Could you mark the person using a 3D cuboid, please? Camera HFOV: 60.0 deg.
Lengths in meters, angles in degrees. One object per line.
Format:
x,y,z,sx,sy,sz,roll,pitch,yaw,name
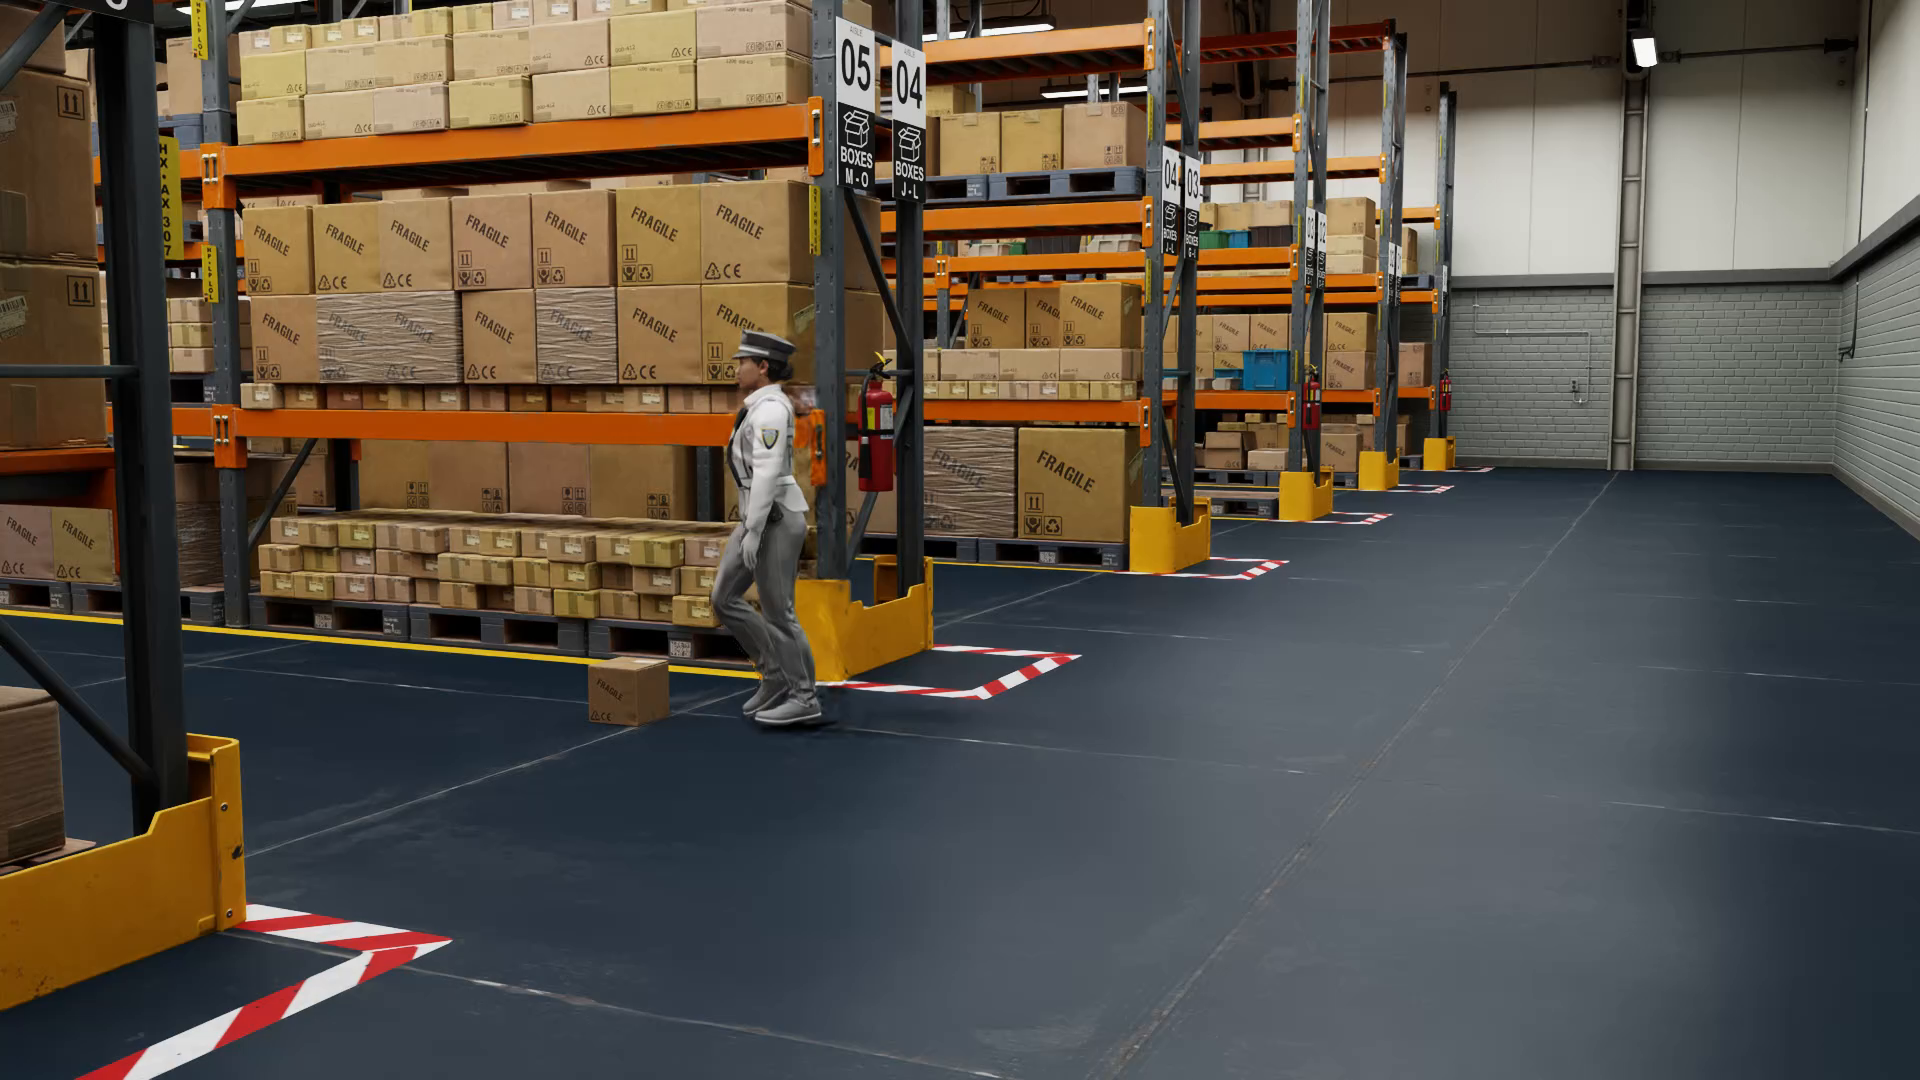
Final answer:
-0.825,-0.056,7.045,0.447,1.675,0.515,-1,6,-13,person
